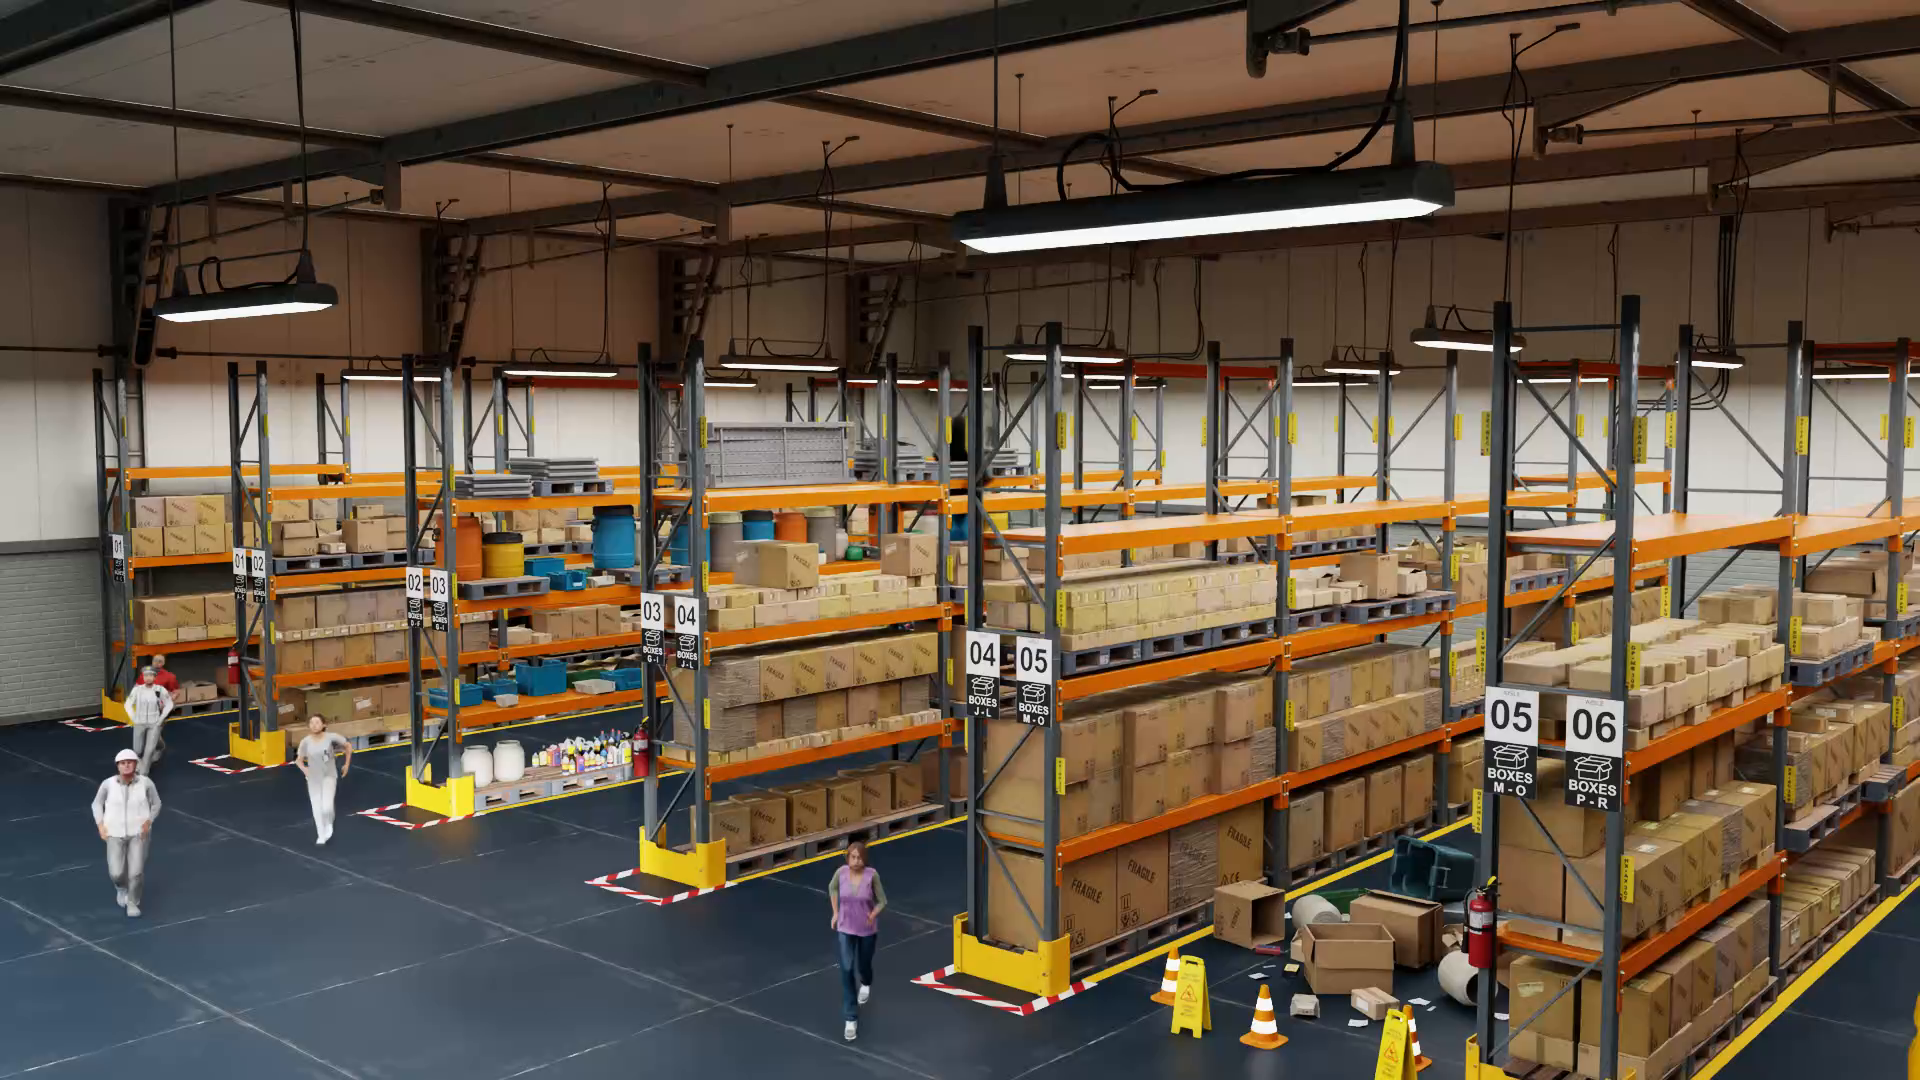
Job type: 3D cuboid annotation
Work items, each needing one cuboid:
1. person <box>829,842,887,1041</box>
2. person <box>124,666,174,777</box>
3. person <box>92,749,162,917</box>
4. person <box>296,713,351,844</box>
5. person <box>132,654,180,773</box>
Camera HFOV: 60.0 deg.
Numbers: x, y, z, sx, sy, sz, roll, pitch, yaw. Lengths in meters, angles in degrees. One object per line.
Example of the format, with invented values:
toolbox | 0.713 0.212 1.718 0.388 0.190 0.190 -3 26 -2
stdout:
person | -0.870 3.327 14.164 0.509 1.595 0.878 0 4 0
person | -11.564 2.601 23.729 0.630 1.653 0.635 -2 4 -21
person | -8.653 3.031 17.289 0.656 1.735 0.535 -2 5 -22
person | -7.633 2.881 19.925 0.592 1.622 0.711 -1 4 -8
person | -11.889 2.536 24.516 0.686 1.700 0.710 0 4 0
